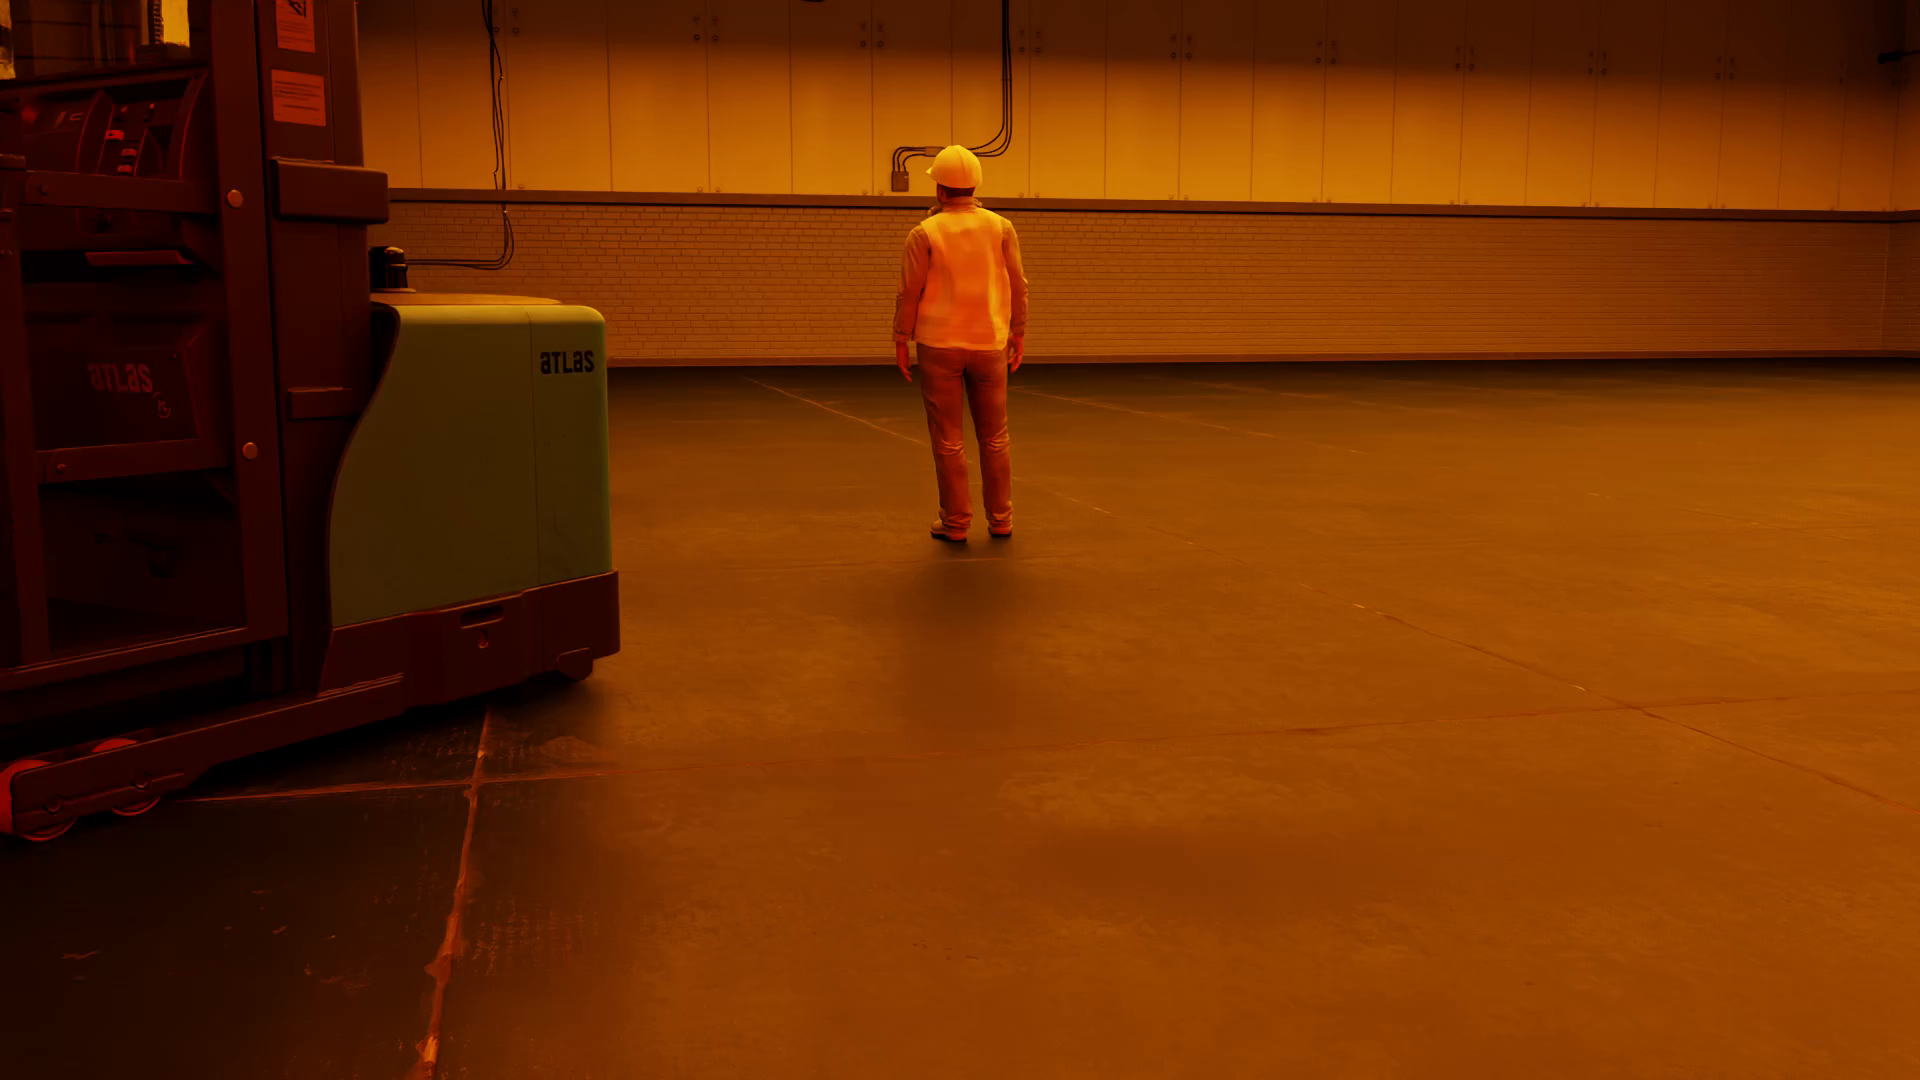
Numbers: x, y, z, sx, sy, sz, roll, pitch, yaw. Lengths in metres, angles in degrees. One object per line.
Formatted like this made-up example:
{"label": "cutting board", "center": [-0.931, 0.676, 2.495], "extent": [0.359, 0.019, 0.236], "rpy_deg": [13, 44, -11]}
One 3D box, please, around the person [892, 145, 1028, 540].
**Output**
{"label": "person", "center": [-0.008, -0.894, 7.646], "extent": [0.633, 1.775, 0.566], "rpy_deg": [-2, 8, -13]}

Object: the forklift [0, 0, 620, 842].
{"label": "forklift", "center": [-2.165, -0.914, 3.666], "extent": [1.130, 2.935, 3.031], "rpy_deg": [5, 9, 29]}
